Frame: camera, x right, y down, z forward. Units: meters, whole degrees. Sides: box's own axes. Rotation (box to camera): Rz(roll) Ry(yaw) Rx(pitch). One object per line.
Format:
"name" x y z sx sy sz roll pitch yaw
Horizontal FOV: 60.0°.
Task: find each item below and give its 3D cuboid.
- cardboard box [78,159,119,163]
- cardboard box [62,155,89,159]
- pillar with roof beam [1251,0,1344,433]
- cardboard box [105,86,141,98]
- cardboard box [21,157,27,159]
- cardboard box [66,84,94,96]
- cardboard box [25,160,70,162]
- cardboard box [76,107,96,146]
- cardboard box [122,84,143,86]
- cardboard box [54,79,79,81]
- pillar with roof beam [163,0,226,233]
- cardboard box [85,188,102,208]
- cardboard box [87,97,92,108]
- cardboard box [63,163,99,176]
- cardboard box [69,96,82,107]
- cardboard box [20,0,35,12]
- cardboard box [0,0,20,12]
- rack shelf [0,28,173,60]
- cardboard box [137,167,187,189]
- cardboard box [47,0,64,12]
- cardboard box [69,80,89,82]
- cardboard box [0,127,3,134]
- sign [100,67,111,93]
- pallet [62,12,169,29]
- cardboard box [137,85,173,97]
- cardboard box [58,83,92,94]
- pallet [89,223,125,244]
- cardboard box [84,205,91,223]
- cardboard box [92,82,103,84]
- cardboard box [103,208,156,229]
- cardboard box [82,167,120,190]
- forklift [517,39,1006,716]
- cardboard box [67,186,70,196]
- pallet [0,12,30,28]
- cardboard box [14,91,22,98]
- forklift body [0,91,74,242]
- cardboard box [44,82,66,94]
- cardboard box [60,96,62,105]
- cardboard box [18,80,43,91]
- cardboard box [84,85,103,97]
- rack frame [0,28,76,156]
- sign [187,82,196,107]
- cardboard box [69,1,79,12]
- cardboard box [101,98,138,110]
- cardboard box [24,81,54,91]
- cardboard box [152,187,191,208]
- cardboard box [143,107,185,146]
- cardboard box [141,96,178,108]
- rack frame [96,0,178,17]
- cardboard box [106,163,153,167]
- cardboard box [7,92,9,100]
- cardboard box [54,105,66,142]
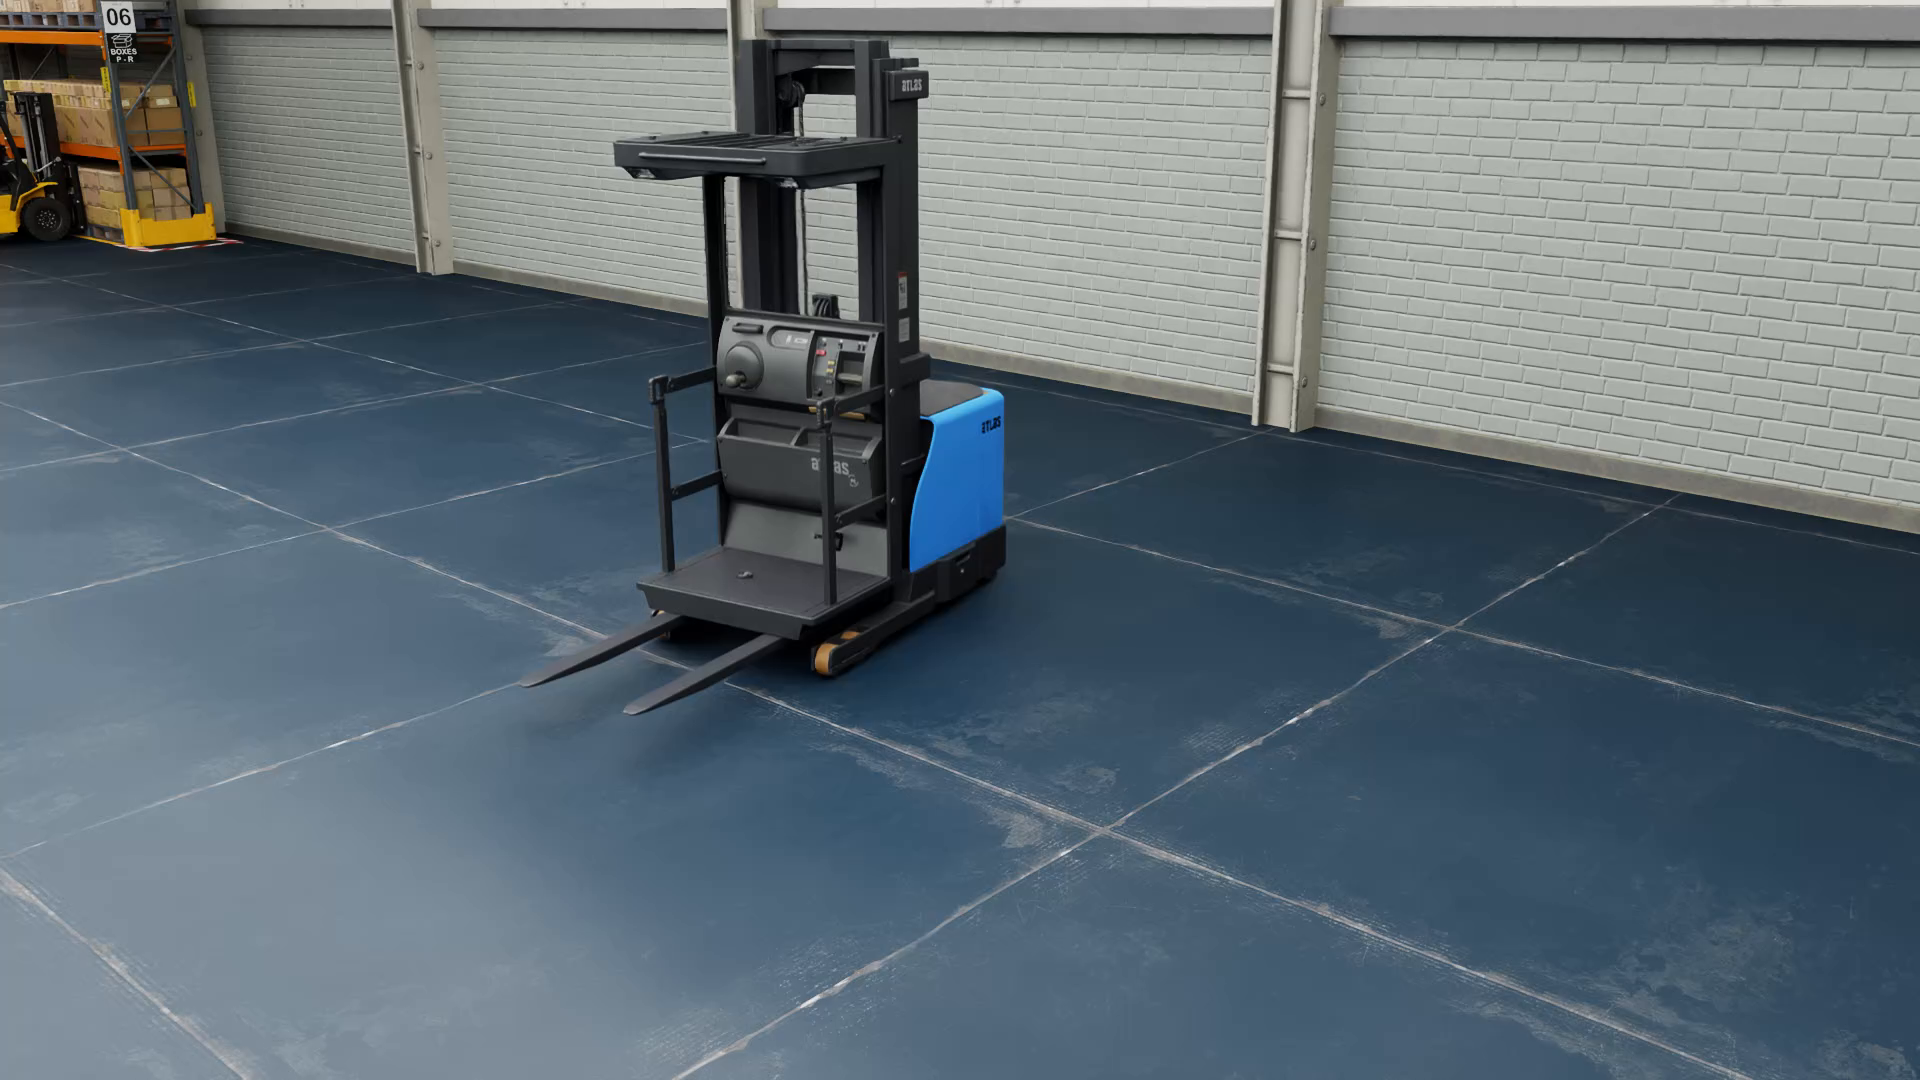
"cardboard box" -12.761 -5.505 24.699 0.500 0.250 0.500 15 23 40
"cardboard box" -13.520 -5.708 25.338 0.500 0.250 0.500 16 23 40
"pillar with roof beam" -0.342 -4.209 8.498 0.400 9.000 9.100 15 23 39
"cardboard box" -11.432 -6.117 22.698 0.250 0.149 0.380 15 23 39
"cardboard box" -14.989 -5.725 26.425 0.625 0.625 0.875 15 23 39
"cardboard box" -12.256 -6.300 23.274 0.250 0.149 0.380 16 23 41
"cardboard box" -13.487 -5.490 24.651 0.500 0.250 0.500 15 23 39
"cardboard box" -11.949 -5.787 23.224 0.500 0.500 0.500 16 24 41
"cardboard box" -11.514 -6.318 23.333 0.250 0.149 0.380 16 23 40
"cardboard box" -13.417 -6.840 24.977 0.250 0.149 0.380 14 23 38
"pillar with roof beam" -13.804 -7.823 19.886 0.400 9.000 9.100 15 23 39
"cardboard box" -11.964 -4.852 23.467 0.500 0.250 0.500 15 23 39
"cardboard box" -11.834 -6.068 23.035 0.250 0.149 0.380 16 23 40
"cardboard box" -12.720 -5.286 24.007 0.500 0.250 0.500 14 23 38
"cardboard box" -12.243 -6.163 23.335 0.250 0.149 0.380 14 22 38
"cardboard box" -13.108 -7.644 23.643 0.258 0.266 0.396 14 23 38
"cardboard box" -13.556 -7.810 24.092 0.500 0.311 0.500 16 23 40
"rack shelf" -12.520 -7.083 23.700 4.000 0.370 1.077 15 23 39
"cardboard box" -11.258 -5.100 23.420 0.500 0.250 0.500 15 23 38
"cardboard box" -12.217 -7.581 23.058 0.500 0.500 0.700 15 23 40
"cardboard box" -12.981 -6.754 24.706 0.250 0.149 0.380 14 23 38
"cardboard box" -14.567 -6.368 25.466 0.500 0.250 0.500 16 23 40
"sign" -11.395 -6.139 22.191 0.005 0.325 0.100 15 23 39
"pallet" -11.536 -7.130 22.805 1.213 0.211 1.003 15 23 39
"cardboard box" -11.134 -6.209 22.986 0.250 0.149 0.380 14 23 38
"cardboard box" -12.583 -6.424 23.664 0.250 0.149 0.380 15 23 40
"pallet" -11.624 -4.409 23.656 1.213 0.211 1.003 15 23 39
"cardboard box" -12.319 -4.711 23.849 0.500 0.250 0.500 15 23 40
"cardboard box" -12.272 -6.526 23.985 0.250 0.149 0.380 15 23 40
"cardboard box" -11.586 -4.507 23.204 0.500 0.250 0.500 15 23 40
"cardboard box" -11.962 -5.083 23.369 0.500 0.250 0.500 16 23 40
"forklift" -0.915 -0.891 8.075 1.130 2.935 3.031 10 20 28
"cardboard box" -12.736 -5.052 24.097 0.500 0.250 0.500 15 23 39
"pallet" -13.361 -7.619 24.349 1.213 0.211 1.003 15 23 39
"cardboard box" -13.758 -6.579 24.645 0.250 0.149 0.380 16 23 41
"forklift body" -13.654 -5.158 22.807 1.214 2.155 2.313 15 23 39
"cardboard box" -12.959 -6.524 23.981 0.250 0.149 0.380 15 23 39
"cardboard box" -12.572 -6.280 23.703 0.250 0.149 0.380 15 23 39
"cardboard box" -13.707 -6.737 24.651 0.250 0.149 0.380 15 23 40
"cardboard box" -11.851 -6.206 22.978 0.250 0.149 0.380 16 23 40
"rack frame" -14.016 -6.397 25.311 0.127 3.000 1.000 15 23 39
"sign" -10.652 -6.169 23.029 0.005 0.325 0.100 15 23 39
"cardboard box" -11.846 -7.250 22.593 0.250 0.149 0.380 14 22 38
"cardboard box" -11.470 -5.957 22.686 0.250 0.149 0.380 15 23 40
"cardboard box" -13.398 -6.609 24.247 0.250 0.149 0.380 16 23 40
"cardboard box" -11.238 -4.863 23.502 0.500 0.250 0.500 16 23 40
"cardboard box" -11.211 -5.804 23.276 0.500 0.500 0.500 16 24 41
"cardboard box" -11.106 -6.078 23.066 0.250 0.149 0.380 14 23 38
"rack frame" -11.024 -8.454 21.872 0.127 3.000 1.000 15 23 39
"cardboard box" -12.001 -5.302 24.058 0.500 0.250 0.500 15 23 39
"cardboard box" -14.419 -6.772 25.255 0.250 0.149 0.380 16 24 41
"cardboard box" -12.716 -5.989 23.858 0.500 0.500 0.500 15 23 40
